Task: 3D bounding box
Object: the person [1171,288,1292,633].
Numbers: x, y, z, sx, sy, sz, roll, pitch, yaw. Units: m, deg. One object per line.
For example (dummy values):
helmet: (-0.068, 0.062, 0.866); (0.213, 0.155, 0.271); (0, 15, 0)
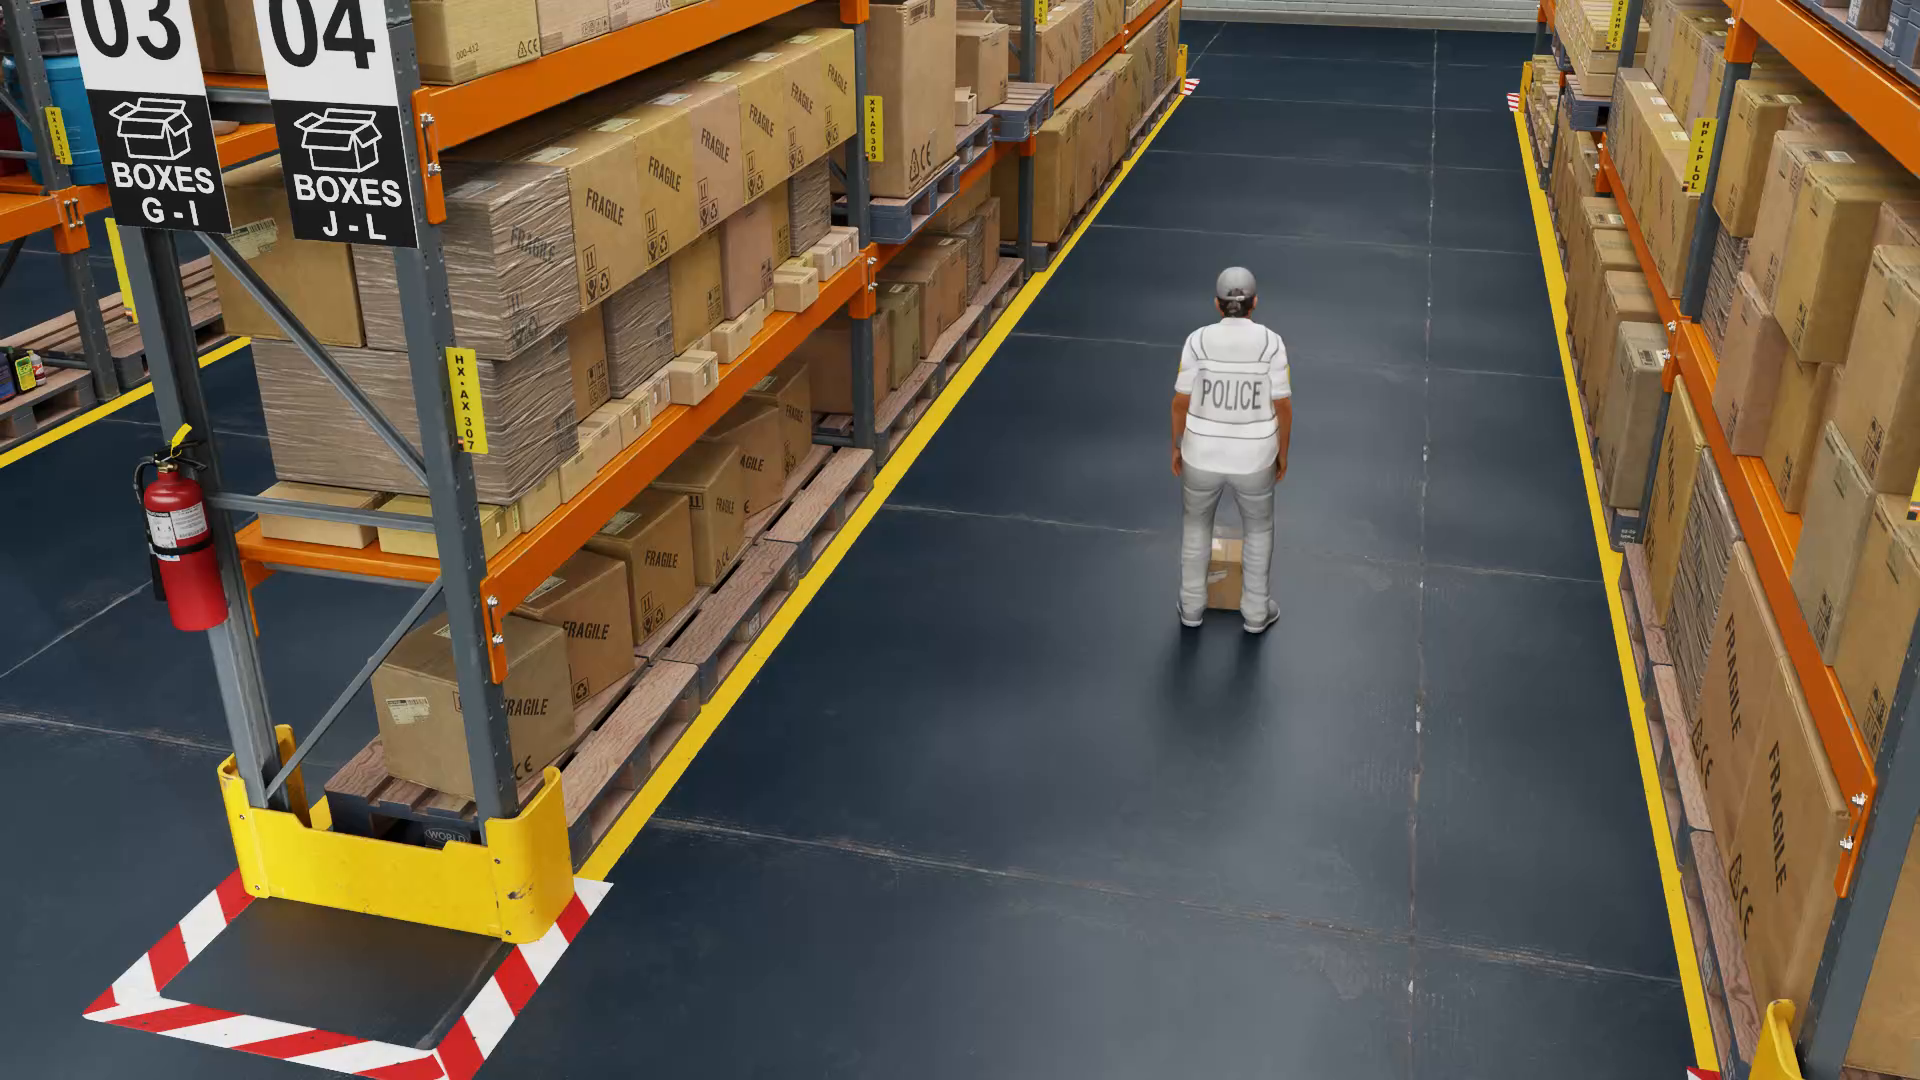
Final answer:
person: (1.205, -0.358, 7.388); (0.551, 1.636, 0.402); (5, 26, 10)
